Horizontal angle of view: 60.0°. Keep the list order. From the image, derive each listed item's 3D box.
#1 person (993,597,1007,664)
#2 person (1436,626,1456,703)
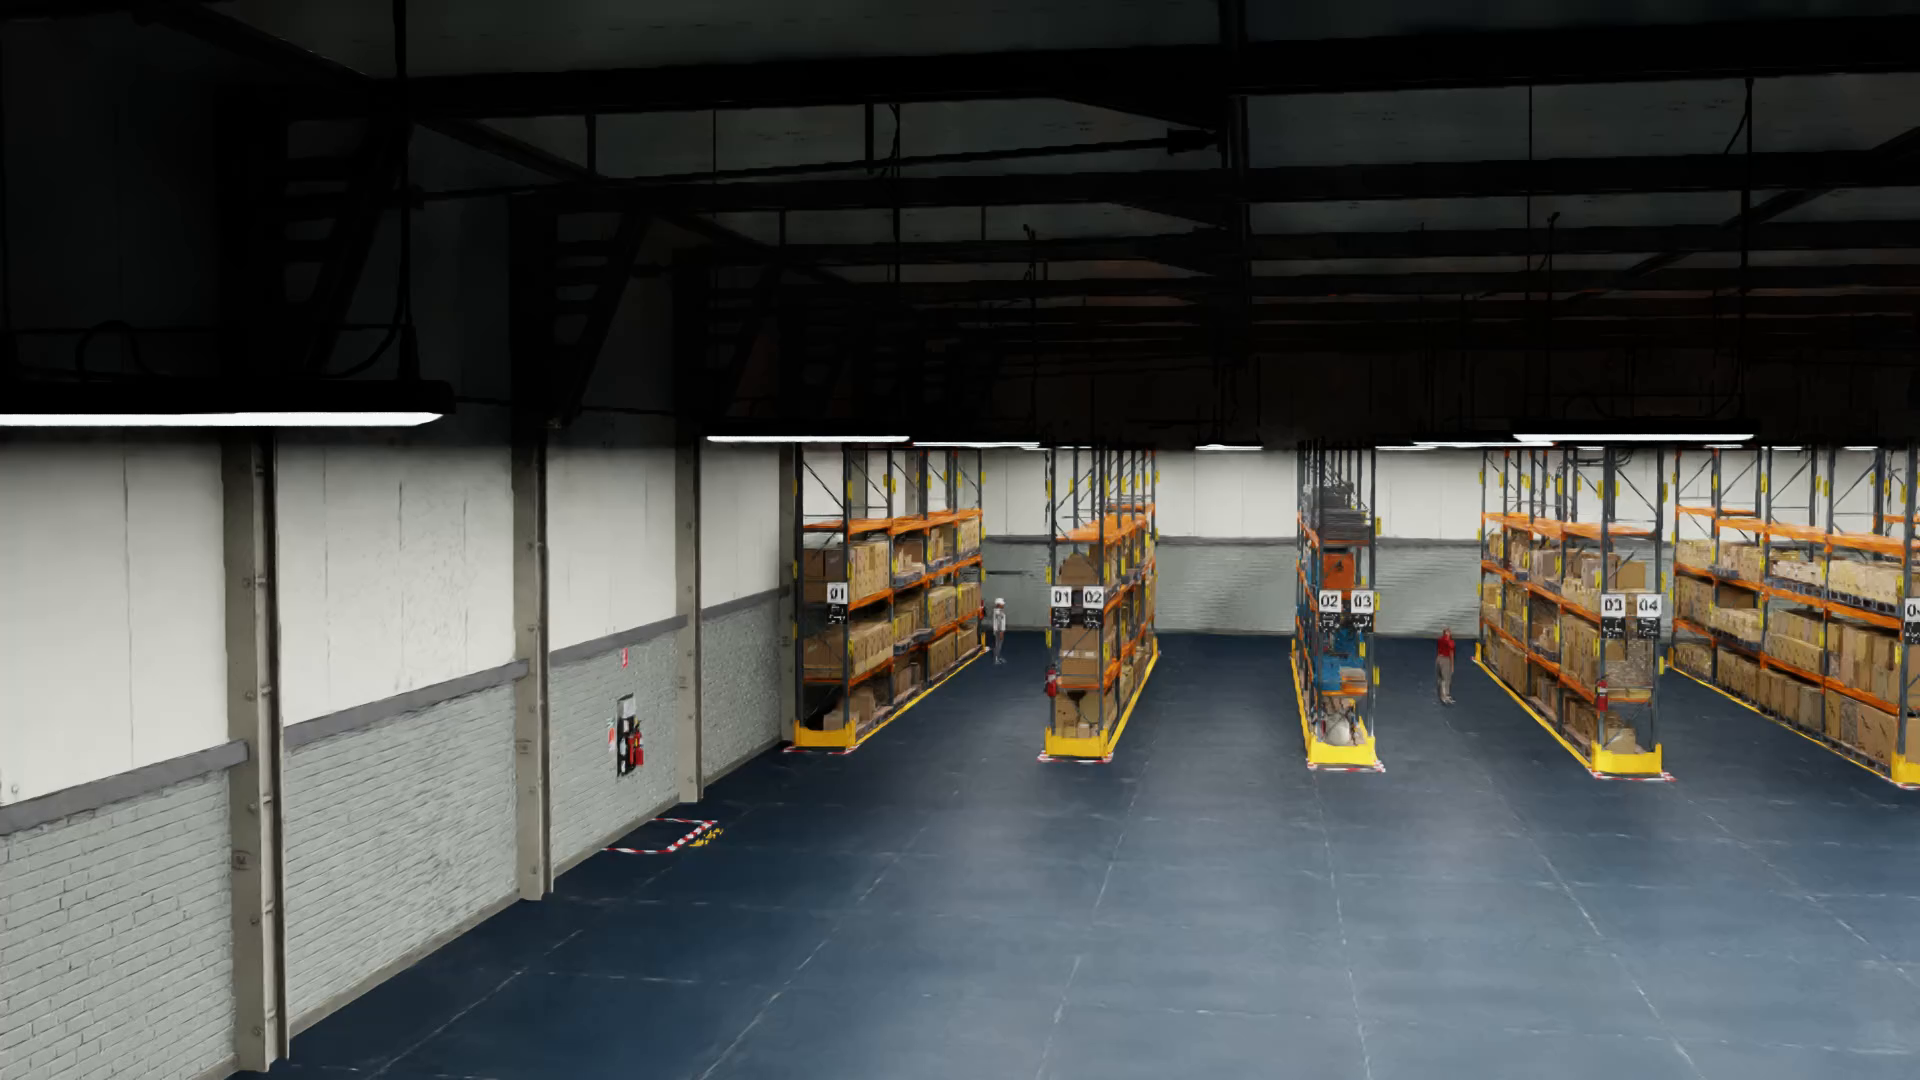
[{"bbox_3d":[1.074,2.440,44.924,0.389,1.784,0.661,0,3,-1],"label":"person"},{"bbox_3d":[11.150,2.830,38.036,0.474,1.739,0.628,-1,3,-18],"label":"person"}]
